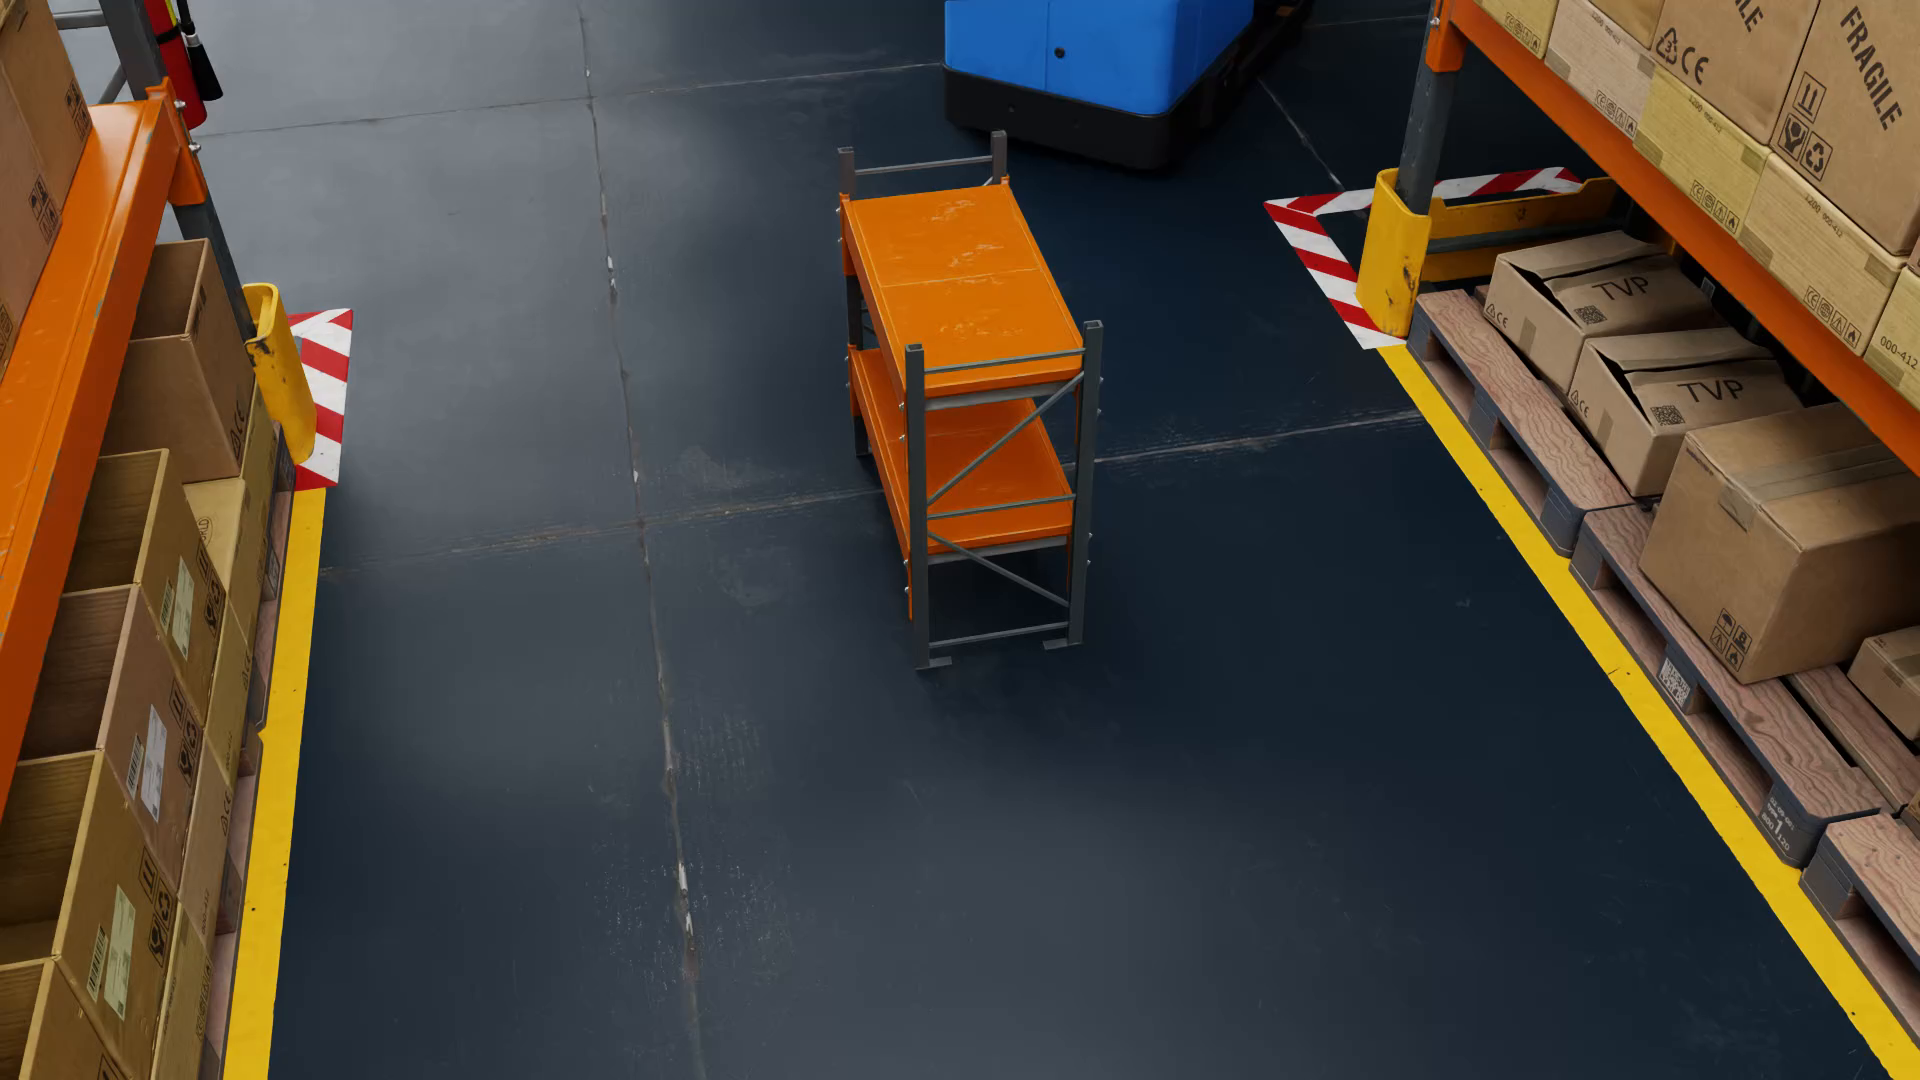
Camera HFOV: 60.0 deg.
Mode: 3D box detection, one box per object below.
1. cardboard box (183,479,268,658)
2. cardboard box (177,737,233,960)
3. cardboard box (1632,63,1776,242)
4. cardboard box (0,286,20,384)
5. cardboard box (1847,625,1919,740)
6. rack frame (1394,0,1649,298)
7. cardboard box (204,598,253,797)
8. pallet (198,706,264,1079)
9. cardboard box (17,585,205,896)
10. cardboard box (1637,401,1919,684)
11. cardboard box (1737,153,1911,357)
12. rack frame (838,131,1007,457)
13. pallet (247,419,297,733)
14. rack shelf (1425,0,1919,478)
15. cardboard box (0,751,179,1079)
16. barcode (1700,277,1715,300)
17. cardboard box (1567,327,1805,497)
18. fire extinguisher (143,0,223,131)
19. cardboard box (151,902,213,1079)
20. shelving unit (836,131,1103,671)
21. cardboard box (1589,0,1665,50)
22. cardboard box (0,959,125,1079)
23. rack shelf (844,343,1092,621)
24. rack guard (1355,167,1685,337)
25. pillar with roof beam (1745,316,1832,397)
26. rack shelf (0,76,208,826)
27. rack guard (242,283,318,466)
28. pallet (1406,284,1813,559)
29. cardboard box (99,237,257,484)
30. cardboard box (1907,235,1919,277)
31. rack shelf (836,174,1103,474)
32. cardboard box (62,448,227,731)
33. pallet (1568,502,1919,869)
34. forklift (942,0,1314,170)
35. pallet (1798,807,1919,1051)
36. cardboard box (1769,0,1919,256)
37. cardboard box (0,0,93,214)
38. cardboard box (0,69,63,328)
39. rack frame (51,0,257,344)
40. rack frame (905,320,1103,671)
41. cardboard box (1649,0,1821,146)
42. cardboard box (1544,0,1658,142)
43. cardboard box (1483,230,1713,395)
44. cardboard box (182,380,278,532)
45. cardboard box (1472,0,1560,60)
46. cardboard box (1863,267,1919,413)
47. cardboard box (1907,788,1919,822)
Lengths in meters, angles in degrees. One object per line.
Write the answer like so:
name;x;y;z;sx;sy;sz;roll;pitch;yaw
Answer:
cardboard box;-2.238;0.111;4.620;0.500;0.250;0.500;-8;42;-9
cardboard box;-2.022;0.759;3.890;0.500;0.250;0.500;-8;42;-9
cardboard box;2.100;-1.024;4.242;0.500;0.250;0.500;-9;42;-10
cardboard box;-2.454;-0.459;3.432;0.700;0.500;0.500;-8;42;-9
cardboard box;2.612;0.355;4.407;0.380;0.149;0.250;-12;43;-13
rack frame;2.075;-2.100;5.356;1.000;3.000;0.127;-8;42;-9
cardboard box;-2.128;0.435;4.256;0.500;0.250;0.500;-8;42;-9
pallet;-2.296;0.934;4.039;1.003;0.211;1.213;-8;42;-9
cardboard box;-2.018;0.478;3.642;0.500;0.500;0.500;-8;42;-9
cardboard box;2.369;-0.016;4.560;0.700;0.500;0.500;-11;43;-12
cardboard box;2.207;-0.696;3.873;0.500;0.250;0.500;-8;42;-9
rack frame;-0.108;-0.746;5.243;0.500;1.125;0.032;-8;42;-9
pallet;-2.556;0.144;4.928;1.003;0.211;1.213;-8;42;-9
rack shelf;2.506;-0.535;4.135;1.077;0.370;4.000;-8;42;-9
cardboard box;-1.908;0.802;3.277;0.500;0.500;0.500;-8;42;-9
barcode;2.531;-0.847;5.632;0.001;0.075;0.075;-8;42;-9
cardboard box;2.259;-0.428;5.167;0.500;0.311;0.500;-5;42;-6
fire extinguisher;-2.333;-1.502;4.741;0.296;0.674;0.183;-8;42;-9
cardboard box;-1.908;1.082;3.526;0.500;0.250;0.500;-8;42;-9
shelving unit;0.001;-0.416;4.872;0.538;1.125;1.048;-8;42;-9
cardboard box;1.981;-1.658;4.391;0.500;0.500;0.500;-8;42;-9
cardboard box;-1.808;1.127;2.911;0.500;0.500;0.500;-8;42;-9
rack shelf;0.001;-0.233;5.034;0.538;0.278;1.000;-8;42;-9
rack guard;2.091;-1.116;6.131;1.175;0.500;0.348;-8;42;-9
pillar with roof beam;-1.133;-3.397;2.298;9.100;9.000;0.400;-8;42;-9
rack shelf;-2.330;0.177;3.332;1.077;0.370;4.000;-8;42;-9
rack guard;-2.767;-0.469;5.401;1.175;0.500;0.348;-8;42;-9
pallet;2.232;-0.476;5.628;1.003;0.211;1.213;-8;42;-9
cardboard box;-2.355;-0.492;4.735;0.500;0.500;0.500;-8;42;-9
cardboard box;2.322;-0.652;3.258;0.500;0.500;0.500;-9;42;-11
rack shelf;0.001;-0.635;4.677;0.538;0.278;1.000;-8;42;-9
cardboard box;-2.125;0.154;4.007;0.500;0.500;0.500;-8;42;-9
pallet;2.492;0.313;4.739;1.003;0.211;1.213;-8;42;-9
forklift;1.057;-3.594;7.091;1.130;2.935;3.031;19;45;20
pallet;2.759;1.105;3.846;1.003;0.211;1.213;-8;42;-9
cardboard box;2.210;-0.989;3.638;0.500;0.500;0.500;-7;42;-8
cardboard box;-2.673;-1.121;4.178;0.700;0.500;0.500;-8;42;-9
cardboard box;-2.555;-0.781;3.795;0.700;0.500;0.500;-7;42;-8
rack frame;-2.762;-1.388;4.554;1.000;3.000;0.127;-8;42;-9
rack frame;0.111;-0.087;4.500;0.500;1.125;0.032;-8;42;-9
cardboard box;2.087;-1.322;4.013;0.500;0.500;0.500;-10;42;-11
cardboard box;1.996;-1.355;4.615;0.500;0.250;0.500;-10;42;-11
cardboard box;2.136;-0.798;5.583;0.500;0.311;0.500;-13;43;-14
cardboard box;-2.357;-0.211;4.984;0.500;0.250;0.500;-8;42;-9
cardboard box;1.870;-1.690;4.992;0.500;0.250;0.500;-9;42;-11
cardboard box;2.317;-0.370;3.506;0.500;0.250;0.500;-9;42;-10
cardboard box;2.675;0.596;3.871;0.500;0.500;0.500;-11;43;-12
